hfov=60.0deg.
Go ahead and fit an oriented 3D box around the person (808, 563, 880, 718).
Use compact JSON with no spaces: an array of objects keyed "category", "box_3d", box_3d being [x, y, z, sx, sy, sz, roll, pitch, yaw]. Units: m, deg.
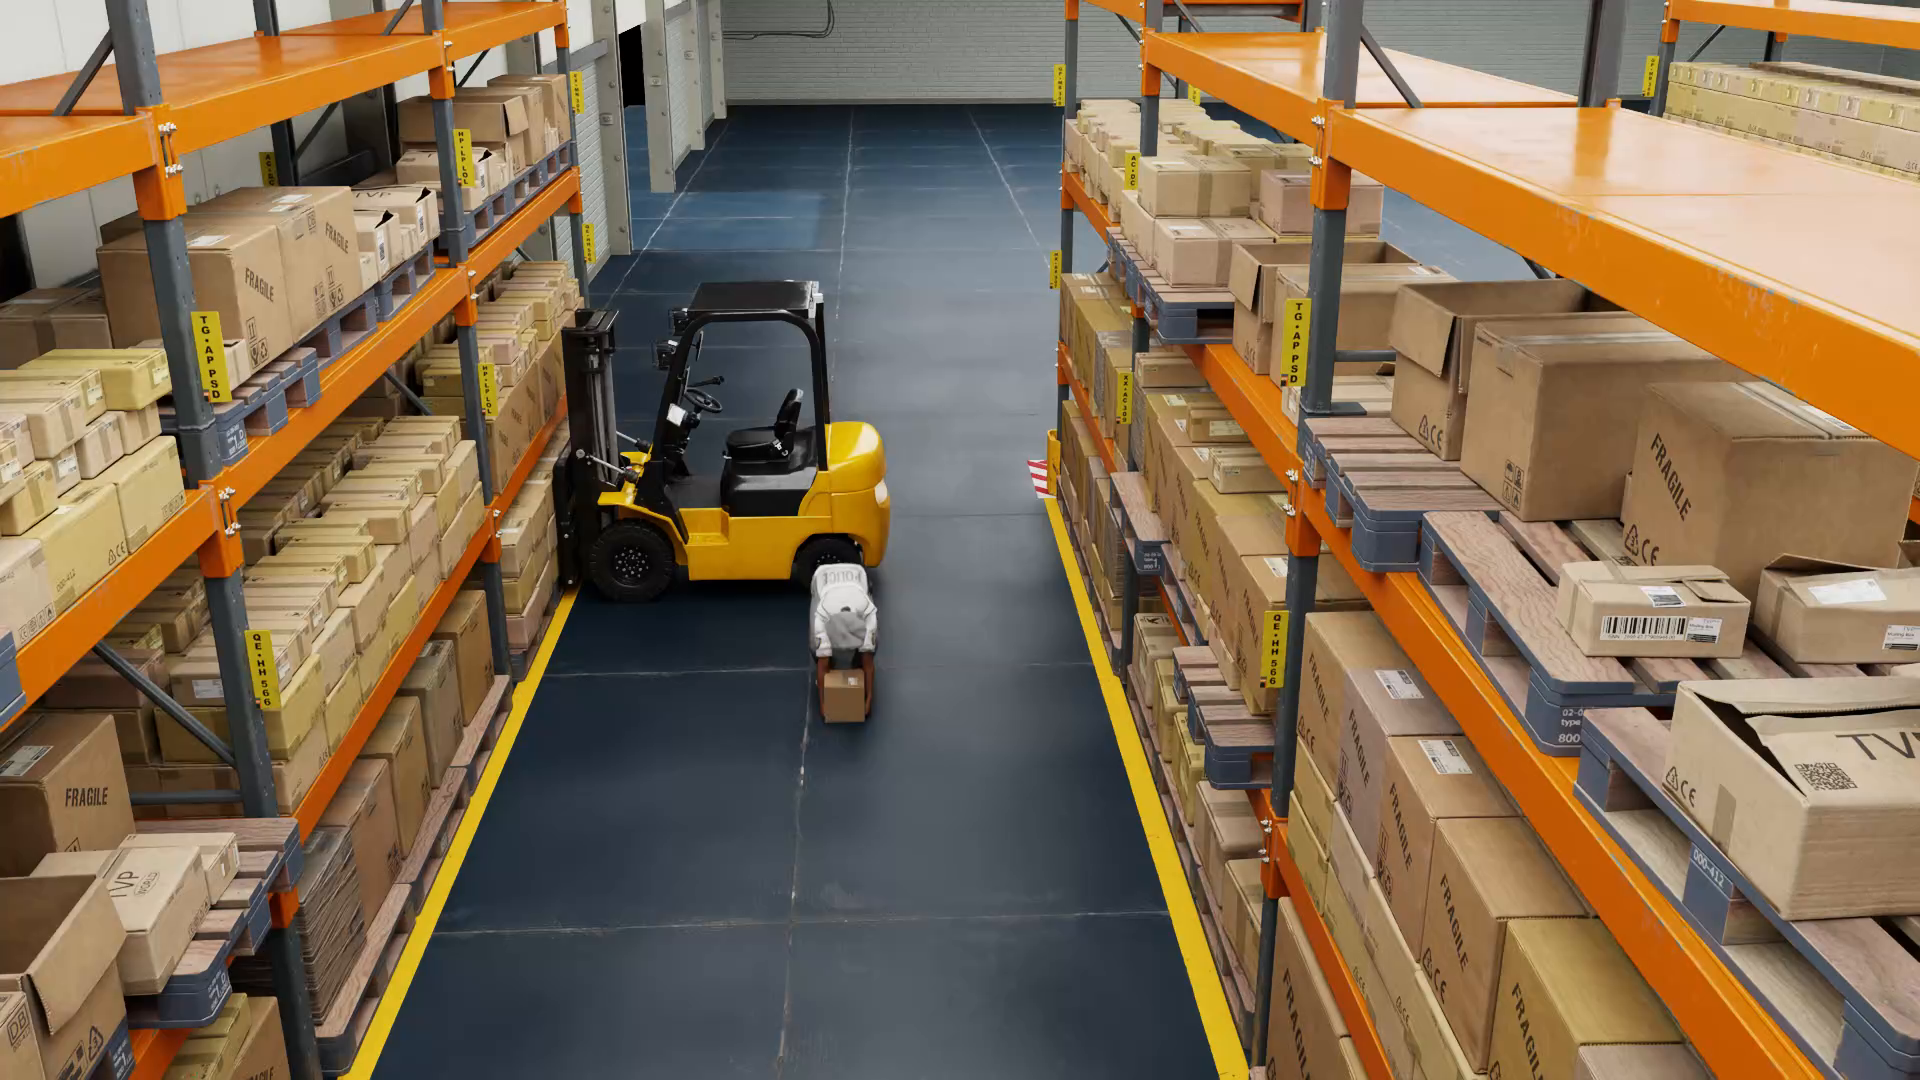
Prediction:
[{"category":"person","box_3d":[-0.746,0.622,10.674,0.456,0.822,0.919,-2,21,-5]}]
